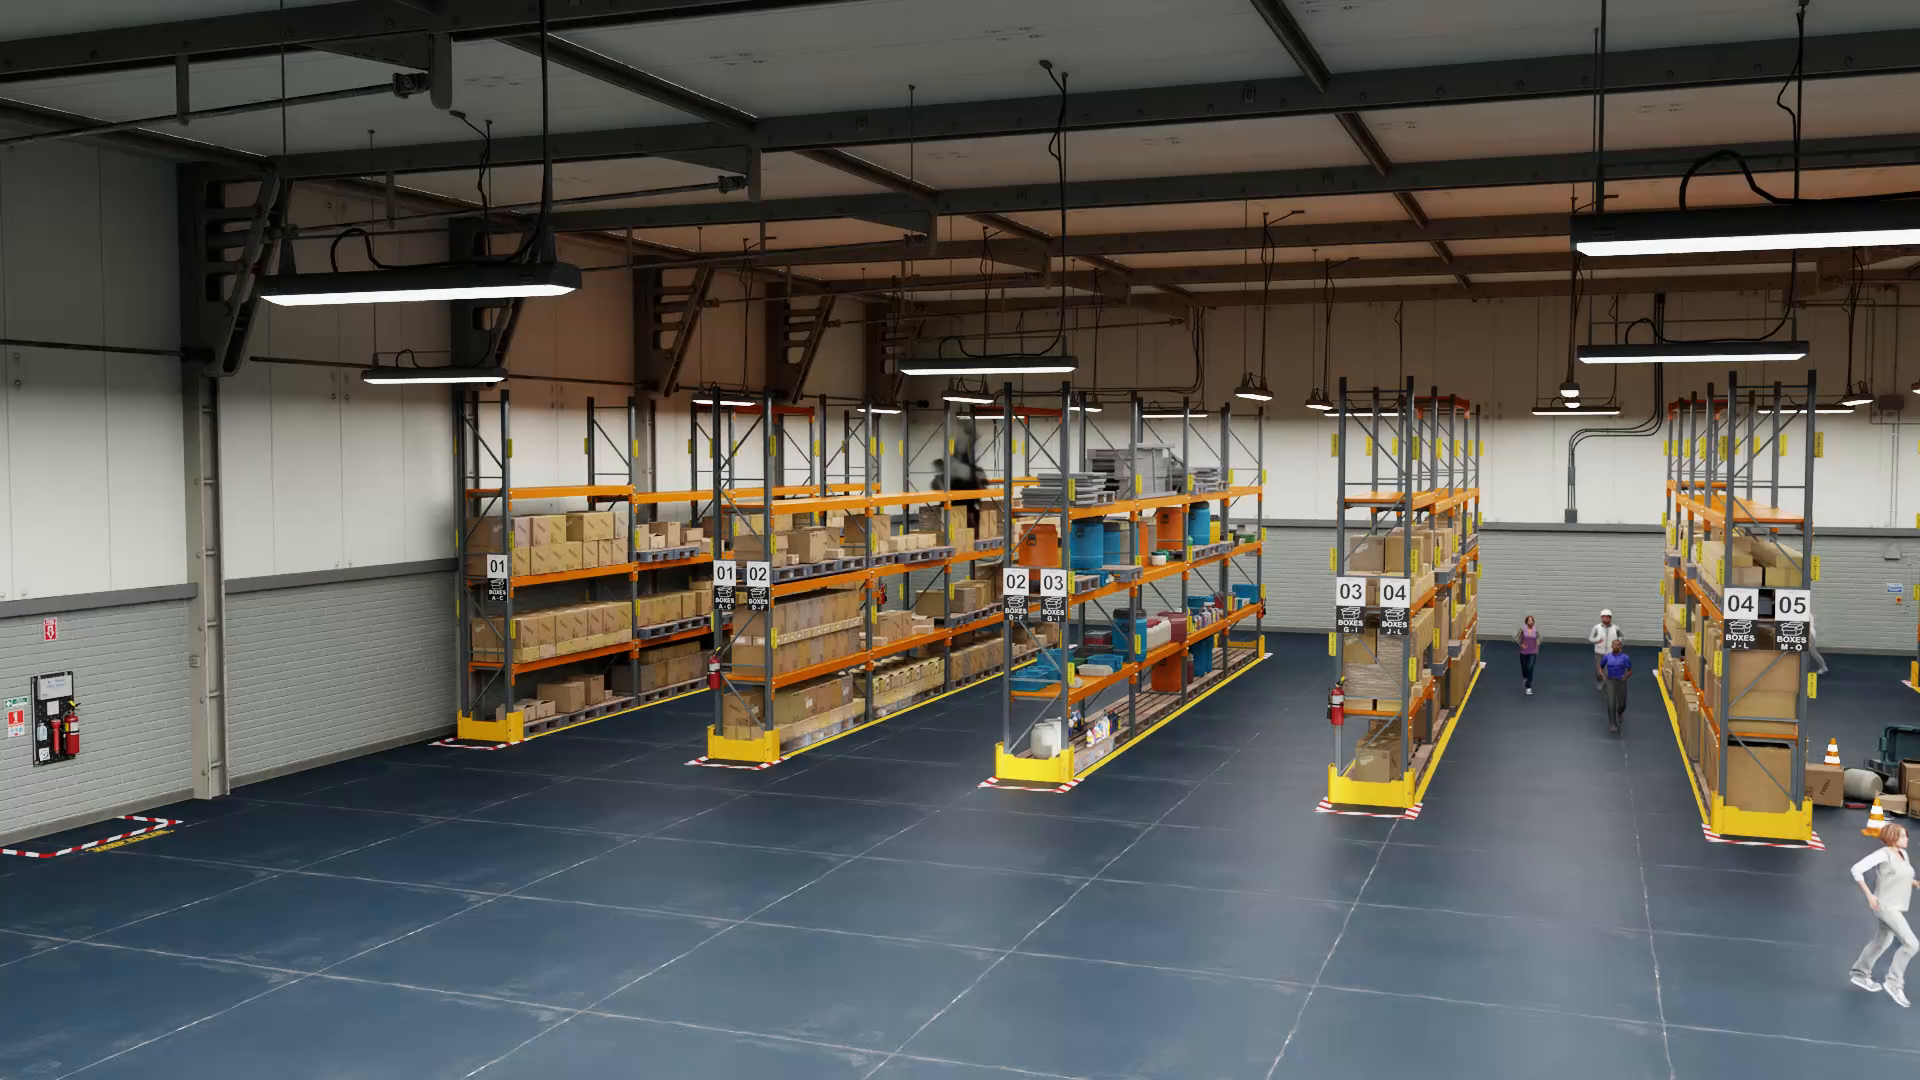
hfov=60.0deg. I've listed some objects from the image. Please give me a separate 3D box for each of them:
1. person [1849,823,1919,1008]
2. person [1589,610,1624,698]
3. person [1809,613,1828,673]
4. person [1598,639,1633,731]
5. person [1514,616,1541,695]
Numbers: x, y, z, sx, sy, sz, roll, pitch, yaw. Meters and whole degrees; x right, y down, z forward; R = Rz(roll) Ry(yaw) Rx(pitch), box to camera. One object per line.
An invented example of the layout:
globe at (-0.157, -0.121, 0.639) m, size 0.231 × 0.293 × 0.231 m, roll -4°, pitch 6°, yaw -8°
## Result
person at (8.425, 3.368, 15.063) m, size 0.515 × 1.621 × 0.663 m, roll -3°, pitch 4°, yaw -42°
person at (12.996, 2.274, 33.442) m, size 0.667 × 1.750 × 0.926 m, roll 1°, pitch 3°, yaw 21°
person at (18.743, 2.153, 36.788) m, size 0.878 × 1.627 × 0.609 m, roll 1°, pitch 3°, yaw 12°
person at (11.654, 2.567, 29.590) m, size 0.579 × 1.607 × 0.658 m, roll 1°, pitch 3°, yaw 20°
person at (11.654, 2.342, 34.149) m, size 0.530 × 1.593 × 0.723 m, roll 1°, pitch 3°, yaw 12°
